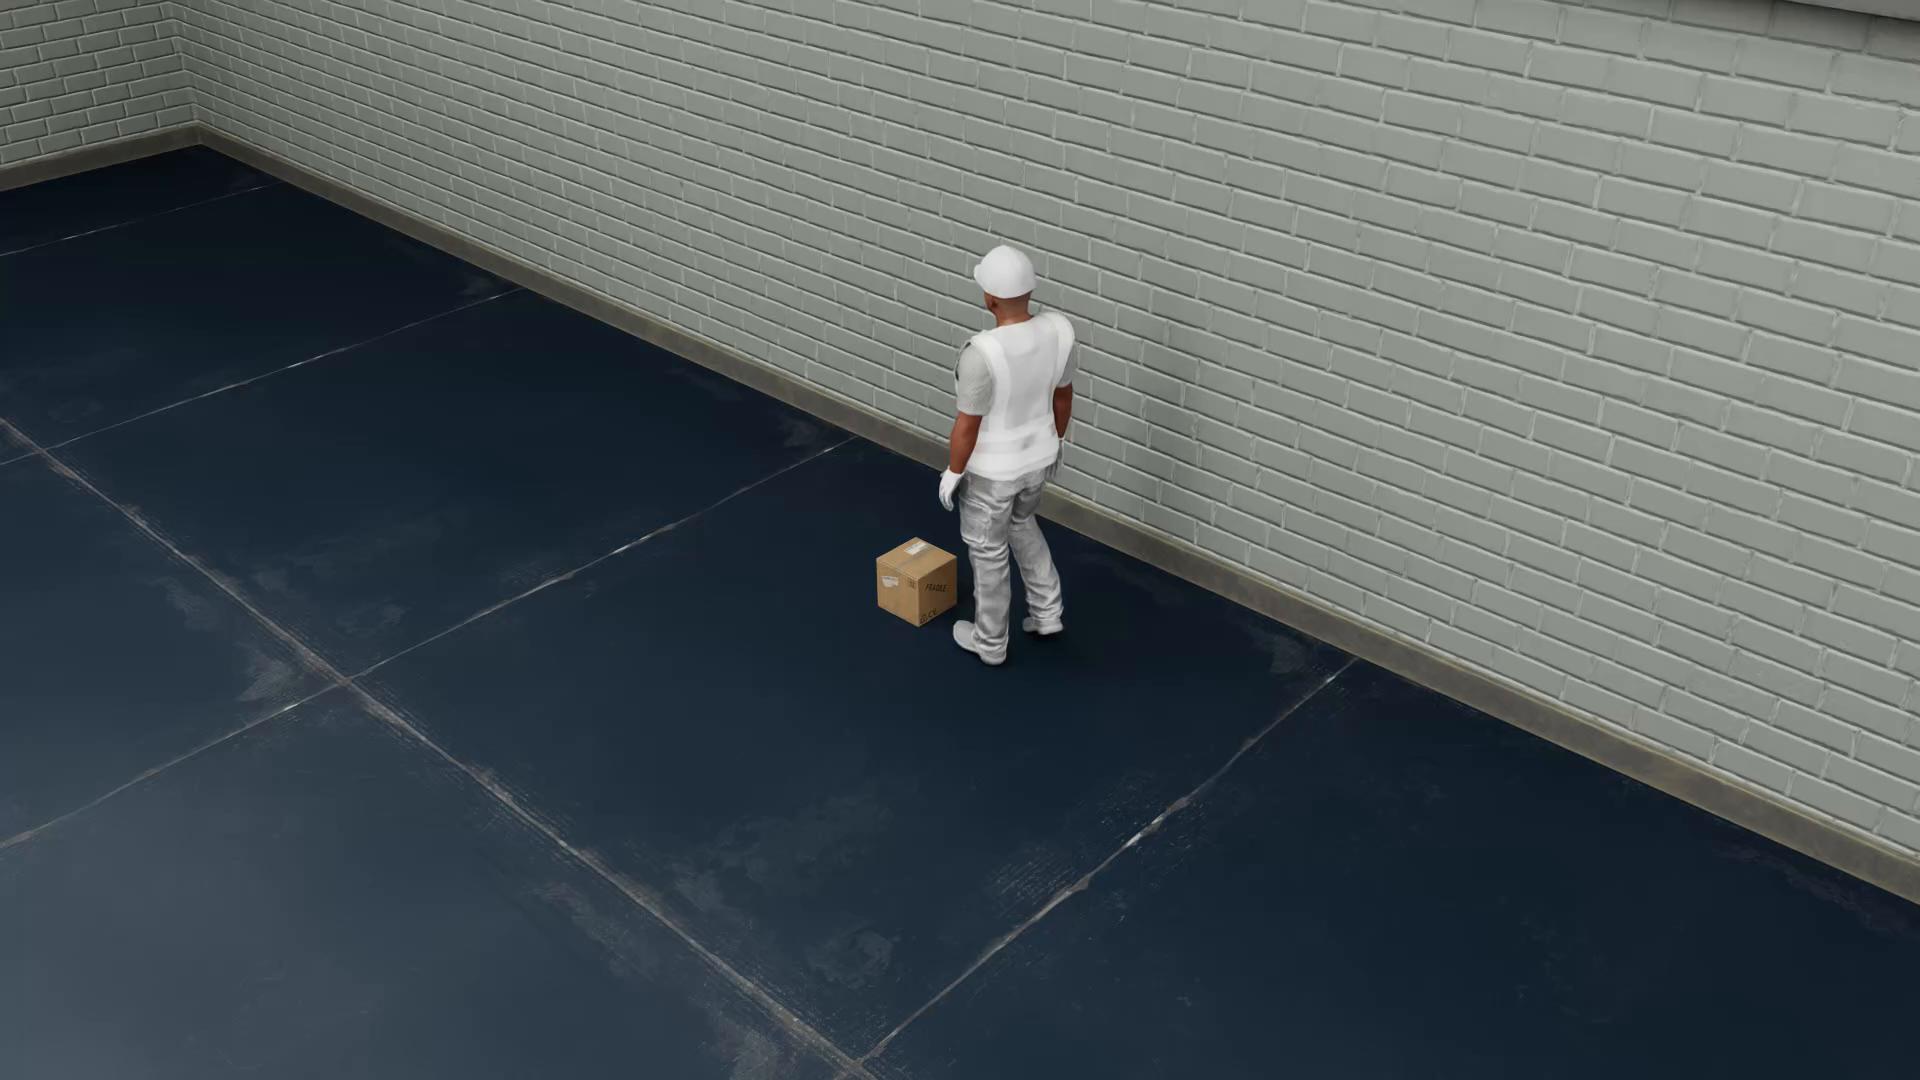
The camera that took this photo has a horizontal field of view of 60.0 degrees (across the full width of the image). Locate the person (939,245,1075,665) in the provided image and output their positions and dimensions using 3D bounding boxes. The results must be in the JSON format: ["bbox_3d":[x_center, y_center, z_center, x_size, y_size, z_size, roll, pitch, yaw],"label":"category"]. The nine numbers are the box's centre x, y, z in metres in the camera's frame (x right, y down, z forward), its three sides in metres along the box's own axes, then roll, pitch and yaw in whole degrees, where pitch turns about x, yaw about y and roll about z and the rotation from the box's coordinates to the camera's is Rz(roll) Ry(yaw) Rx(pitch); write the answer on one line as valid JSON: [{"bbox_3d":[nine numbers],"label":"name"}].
[{"bbox_3d":[0.169,-0.306,6.617,0.570,1.827,0.383,-24,39,-34],"label":"person"}]
